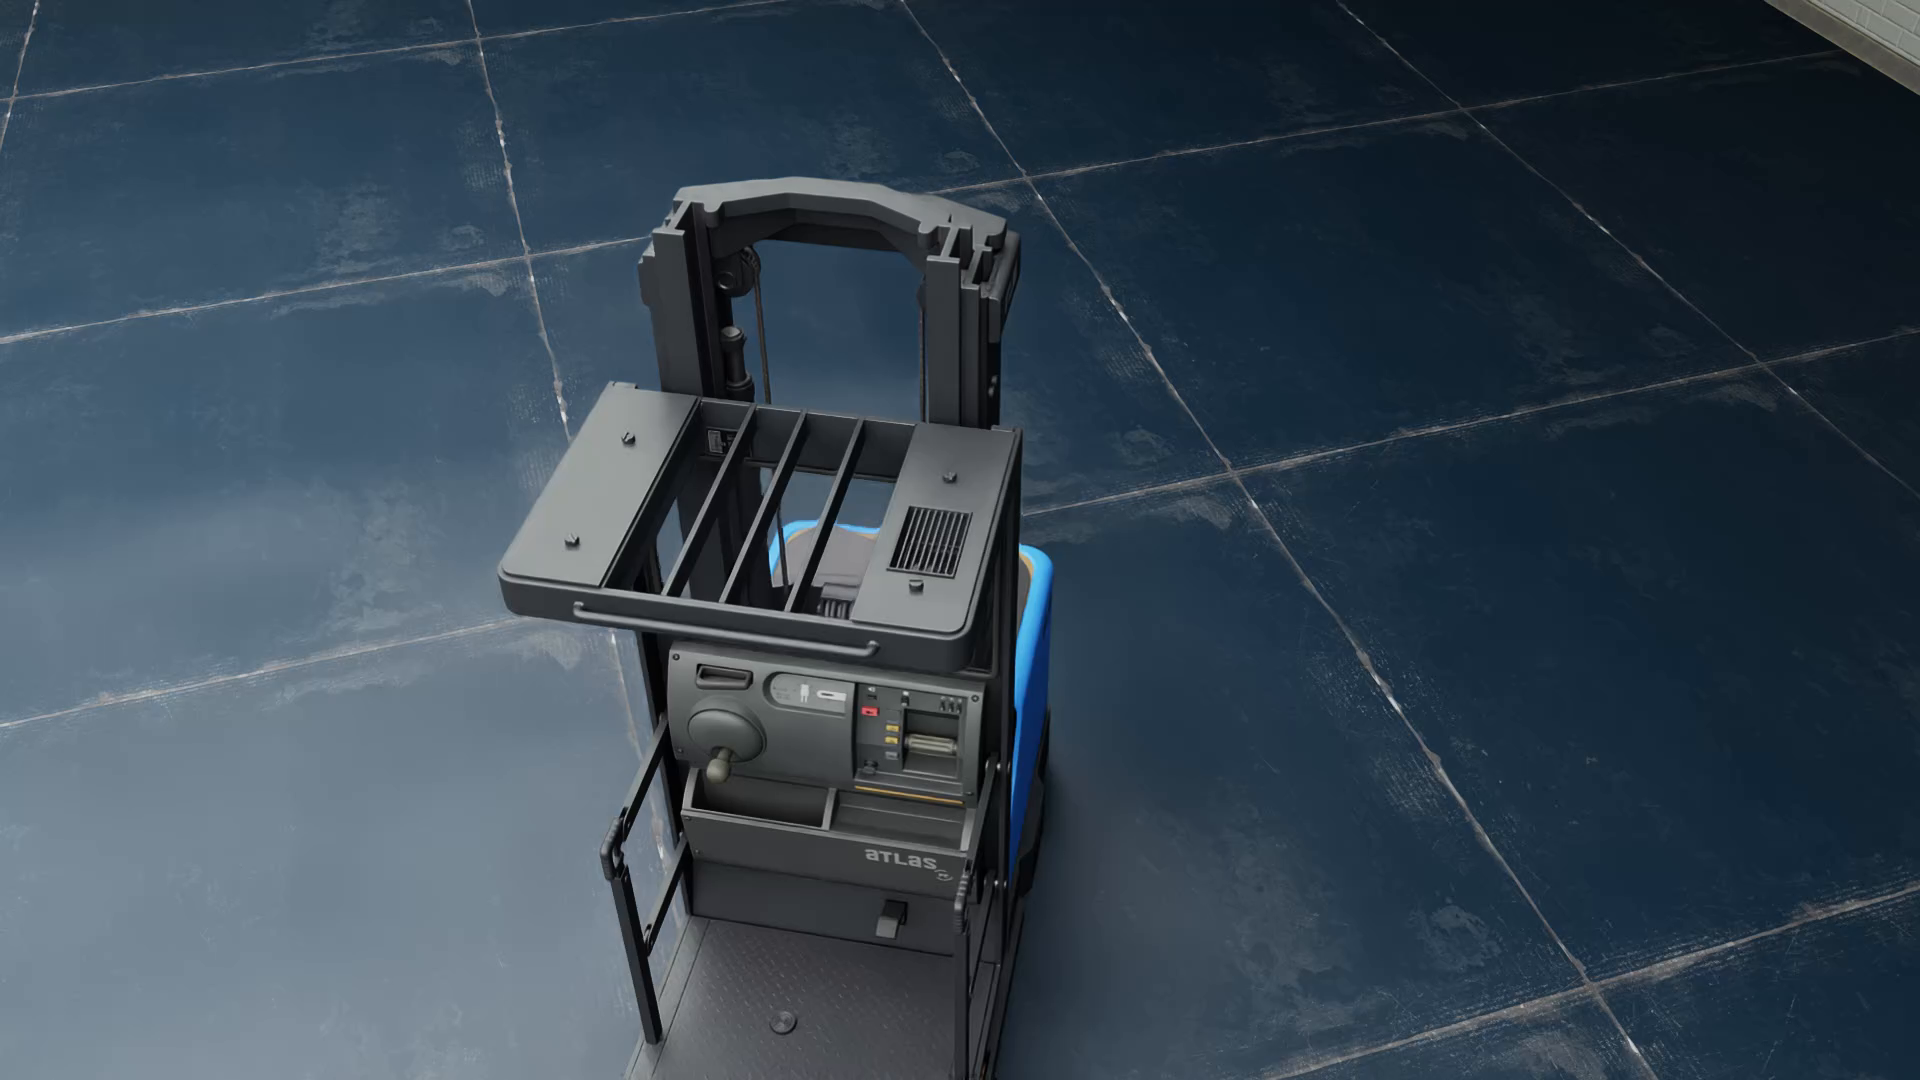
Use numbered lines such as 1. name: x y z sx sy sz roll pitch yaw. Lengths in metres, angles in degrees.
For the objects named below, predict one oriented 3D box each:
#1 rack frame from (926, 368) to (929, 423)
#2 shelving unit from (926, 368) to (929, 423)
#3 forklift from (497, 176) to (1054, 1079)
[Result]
1. rack frame: -0.105 -0.317 7.279 0.006 0.900 0.240 -12 42 -13
2. shelving unit: -0.008 -0.337 7.302 0.210 0.900 0.258 -12 42 -13
3. forklift: -0.432 0.626 4.656 1.130 2.935 3.031 7 42 8
